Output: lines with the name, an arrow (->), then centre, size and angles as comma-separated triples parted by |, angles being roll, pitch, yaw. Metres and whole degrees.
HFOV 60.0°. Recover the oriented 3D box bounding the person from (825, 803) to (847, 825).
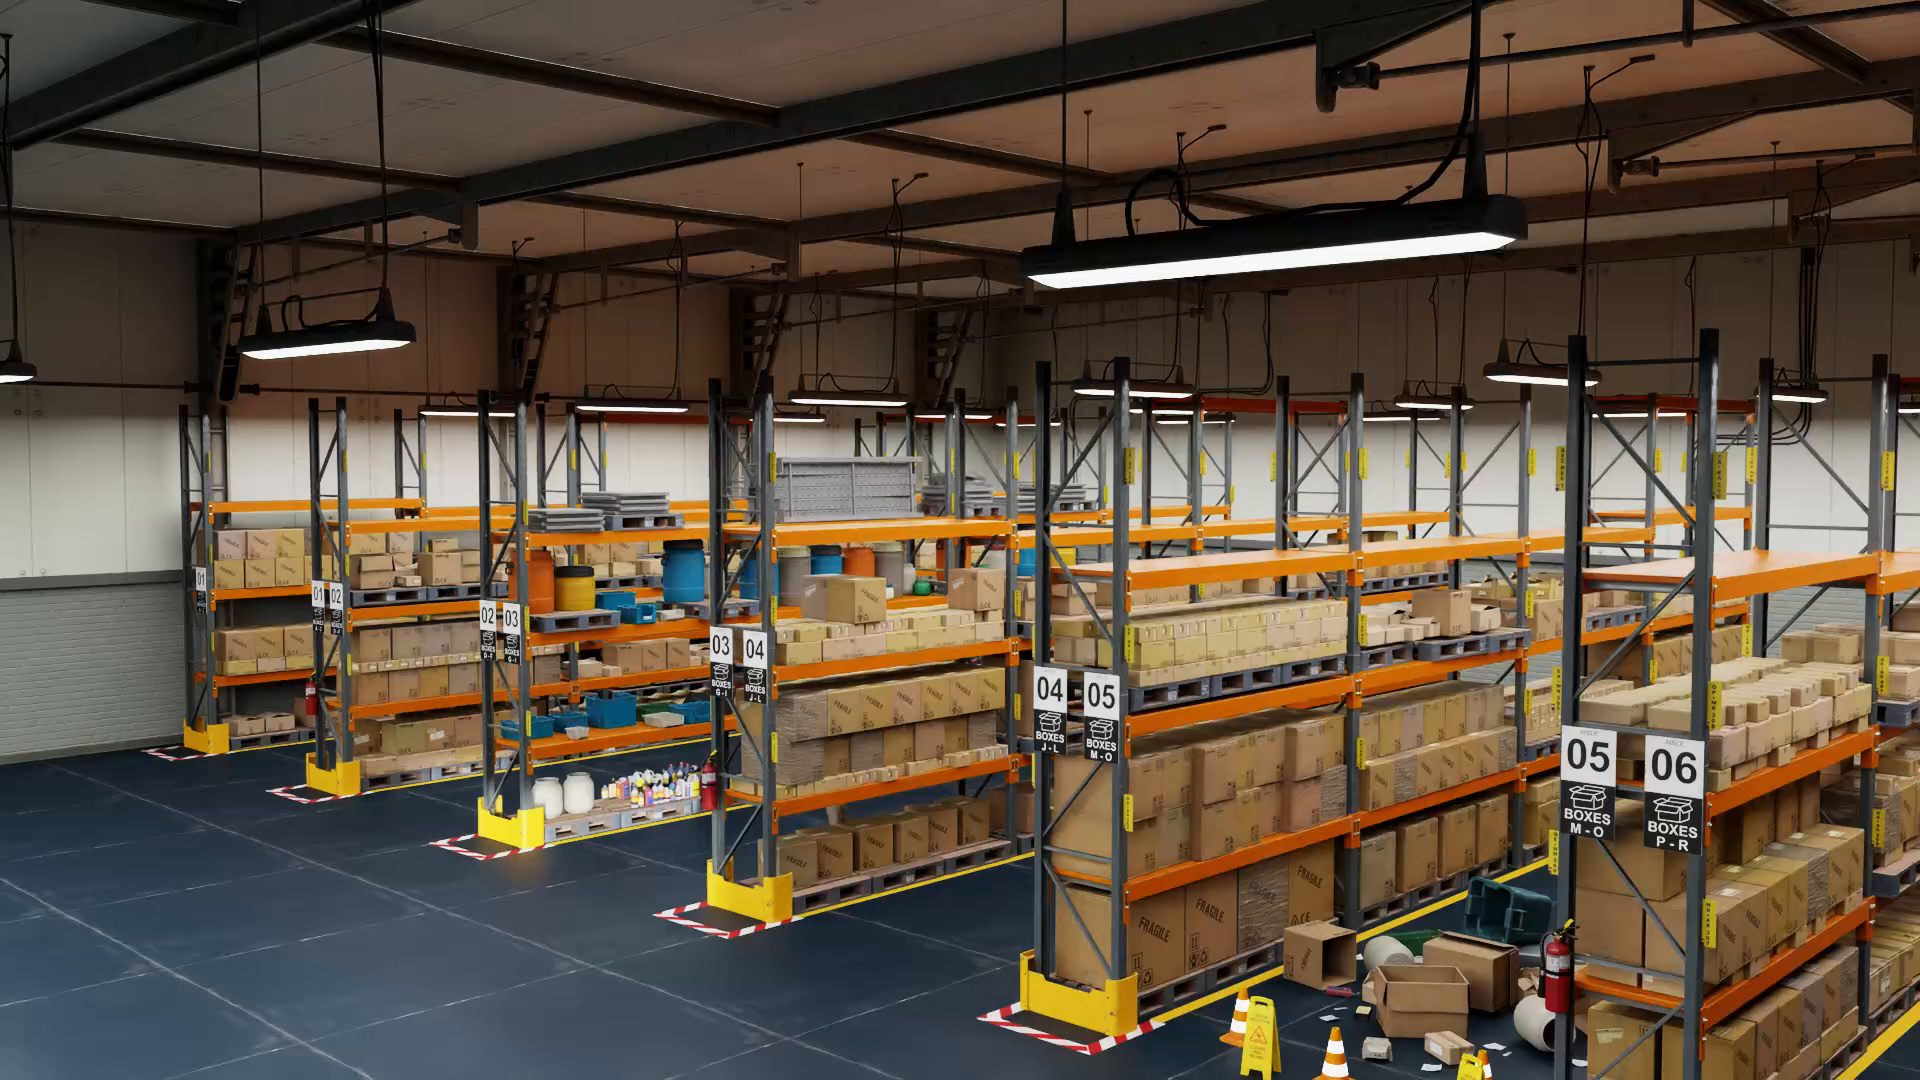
person -> -1.729, 3.141, 22.251 | 0.399, 1.766, 0.645 | 2, 3, 29
